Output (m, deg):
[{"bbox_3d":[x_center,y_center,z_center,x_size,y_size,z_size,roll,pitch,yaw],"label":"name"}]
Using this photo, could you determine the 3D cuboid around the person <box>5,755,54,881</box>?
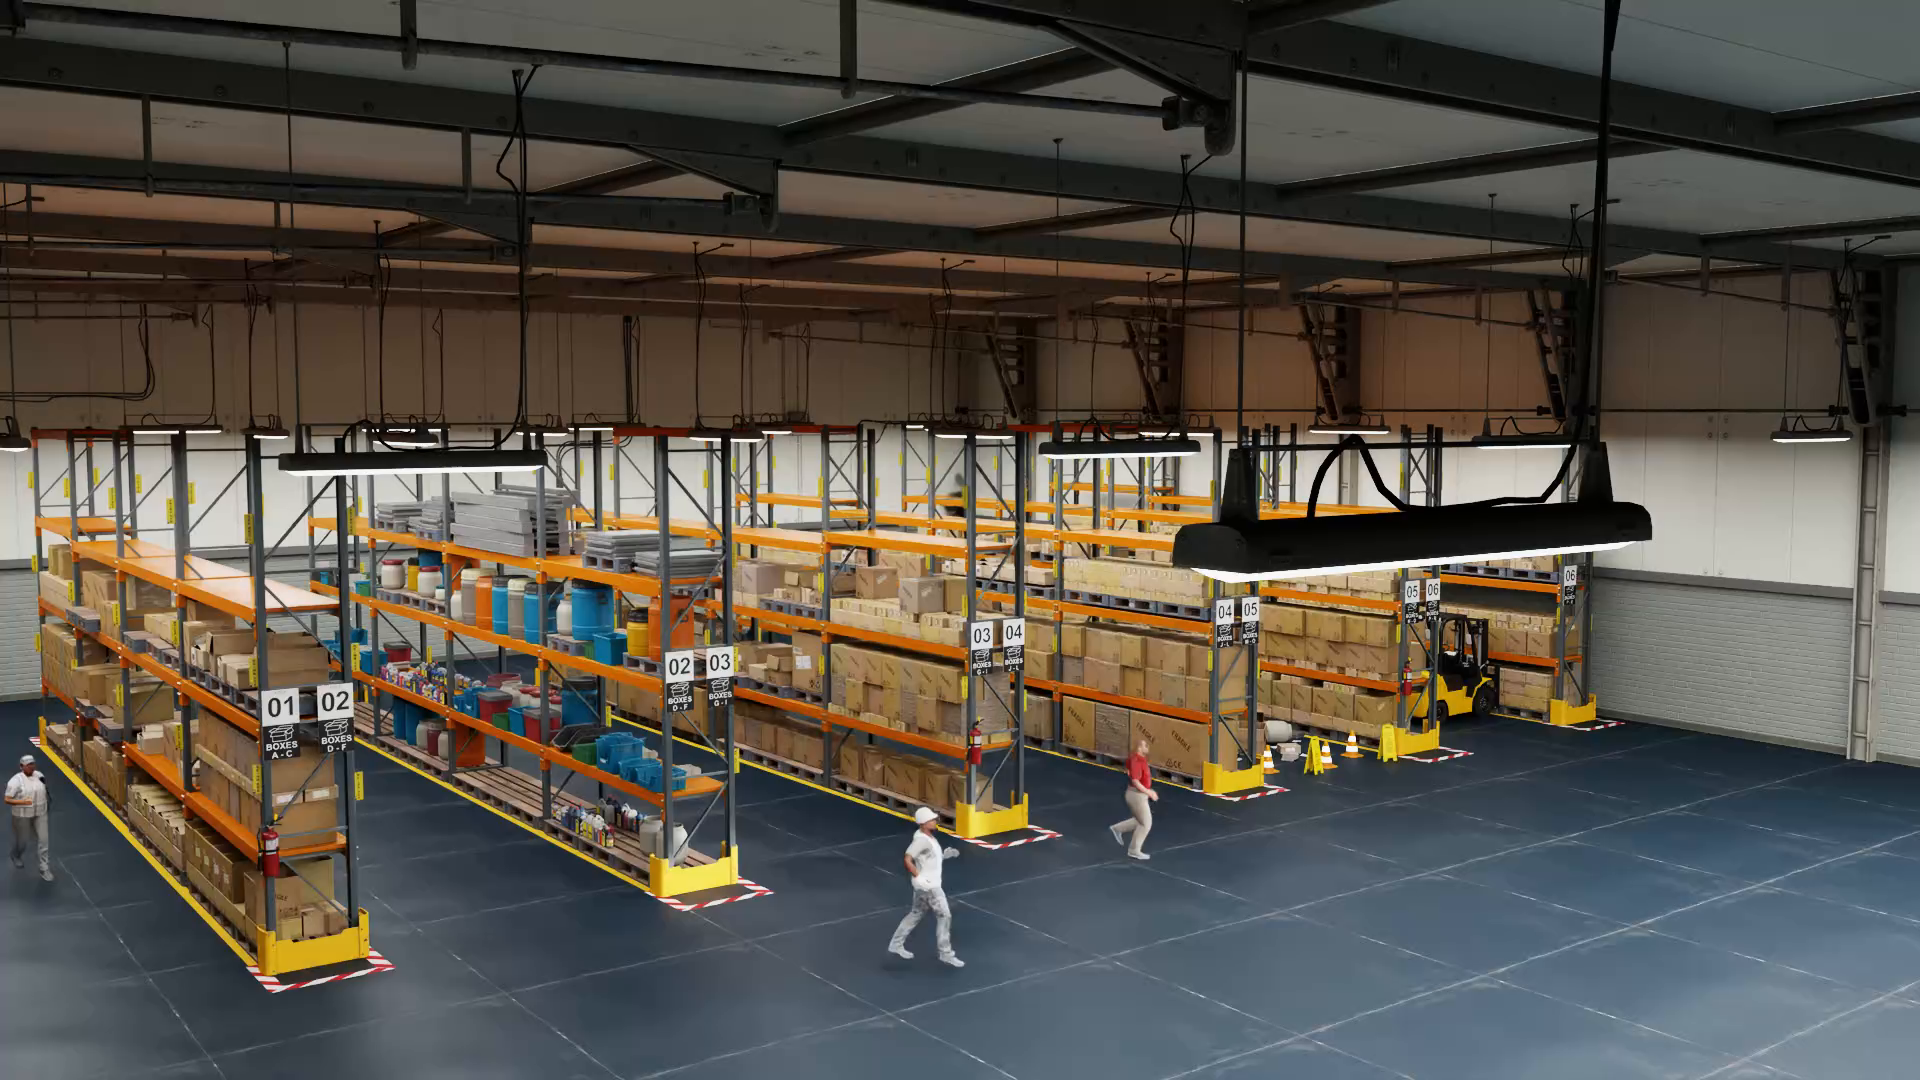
[{"bbox_3d":[-12.558,3.725,22.445,0.924,1.666,0.606,4,6,39],"label":"person"}]

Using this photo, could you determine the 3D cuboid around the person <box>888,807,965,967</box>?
[{"bbox_3d":[-0.387,3.938,18.883,0.863,1.820,0.673,-1,5,-9],"label":"person"}]

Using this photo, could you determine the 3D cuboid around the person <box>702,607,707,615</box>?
[{"bbox_3d":[-6.204,2.339,40.467,0.650,1.652,0.502,2,5,24],"label":"person"}]

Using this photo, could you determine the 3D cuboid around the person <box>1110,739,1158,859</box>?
[{"bbox_3d":[2.461,3.653,23.546,0.669,1.705,0.687,0,4,1],"label":"person"}]

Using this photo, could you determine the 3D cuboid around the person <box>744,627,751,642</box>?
[{"bbox_3d":[-5.171,2.205,41.963,0.876,1.712,0.807,0,4,-6],"label":"person"}]
